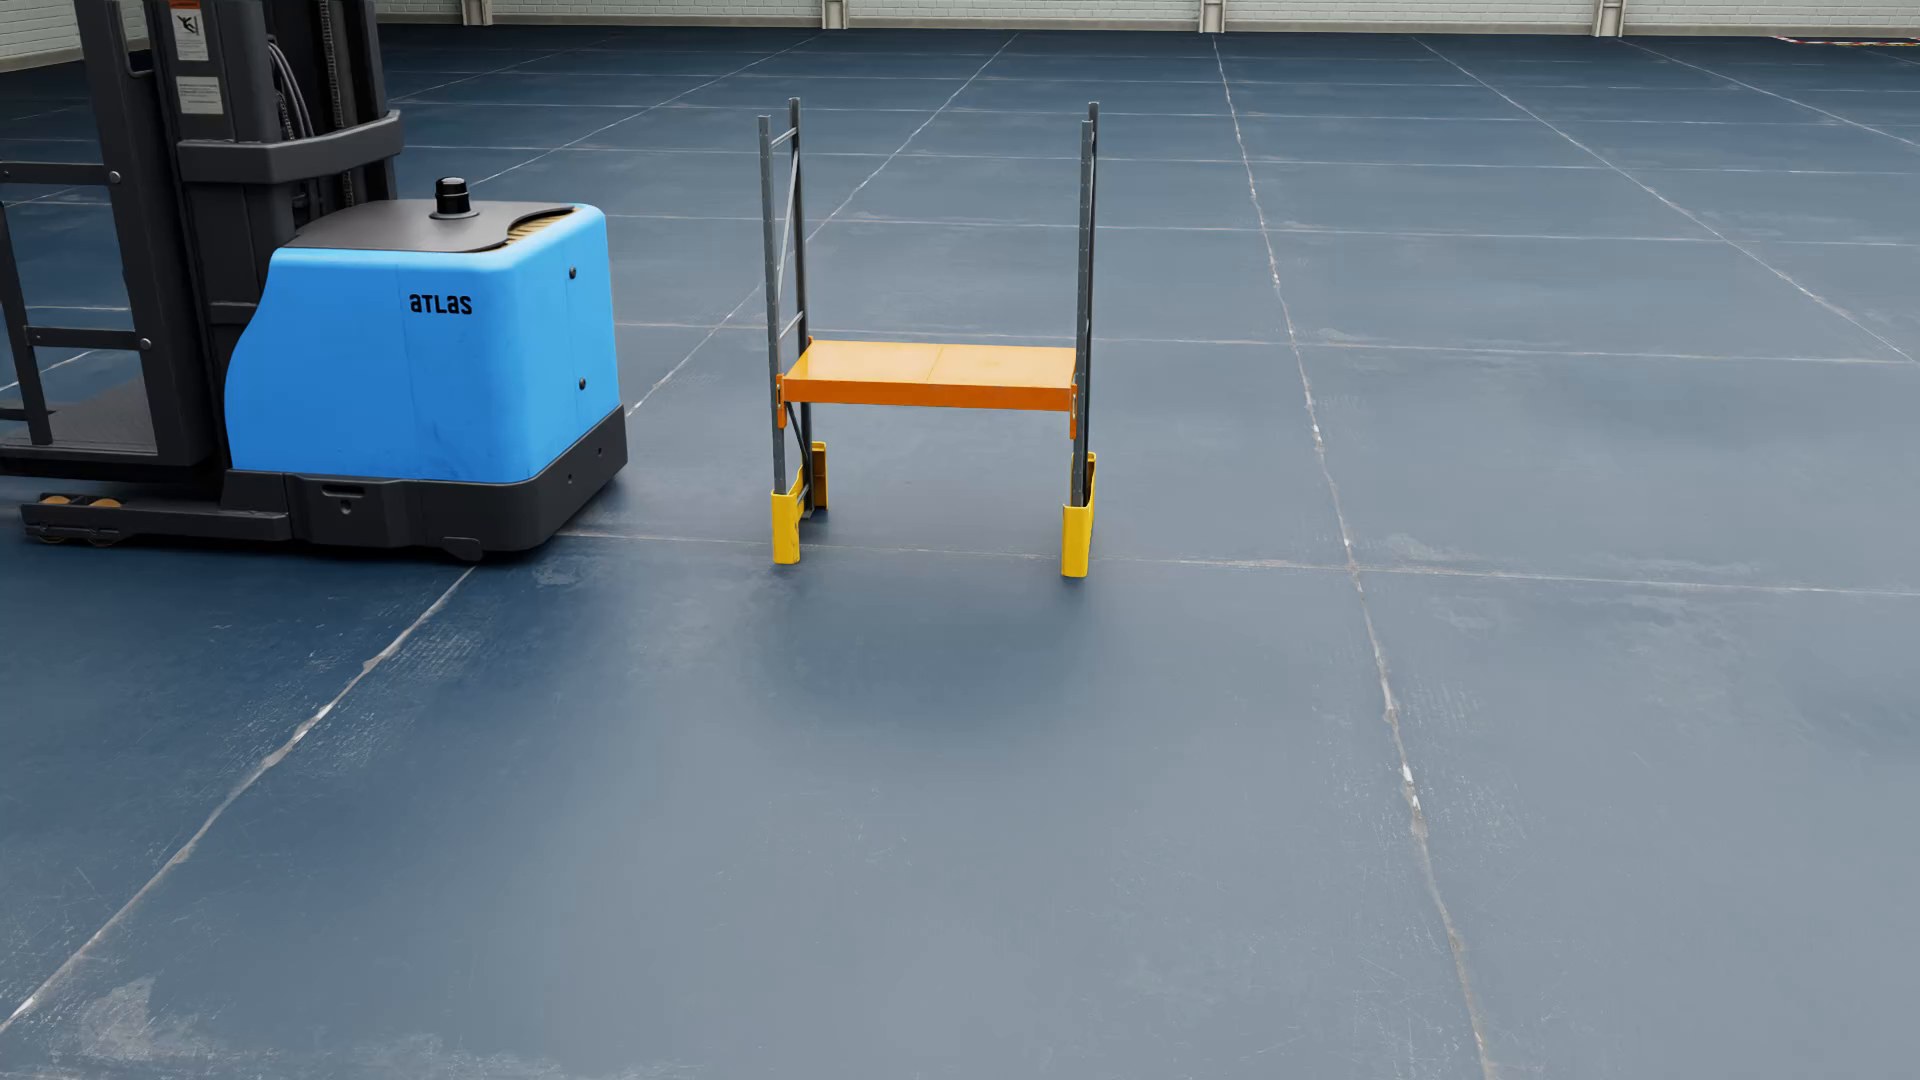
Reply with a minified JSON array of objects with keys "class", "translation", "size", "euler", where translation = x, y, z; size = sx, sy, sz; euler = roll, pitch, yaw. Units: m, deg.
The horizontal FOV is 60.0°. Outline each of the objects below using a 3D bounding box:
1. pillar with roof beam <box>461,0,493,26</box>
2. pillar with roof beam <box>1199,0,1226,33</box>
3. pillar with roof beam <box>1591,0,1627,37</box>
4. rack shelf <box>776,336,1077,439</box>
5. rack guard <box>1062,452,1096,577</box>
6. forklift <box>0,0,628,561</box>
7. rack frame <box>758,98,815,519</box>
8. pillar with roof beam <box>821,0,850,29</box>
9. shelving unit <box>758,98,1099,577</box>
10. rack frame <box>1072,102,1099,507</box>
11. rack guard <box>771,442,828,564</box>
[{"class":"pillar with roof beam","translation":[-8.465,-11.132,21.857],"size":[0.400,9.000,9.100],"euler":[2,22,6]},{"class":"pillar with roof beam","translation":[3.452,-10.613,20.544],"size":[0.400,9.000,9.100],"euler":[2,22,6]},{"class":"pillar with roof beam","translation":[9.410,-10.353,19.887],"size":[0.400,9.000,9.100],"euler":[2,22,6]},{"class":"rack shelf","translation":[-0.085,-0.534,5.740],"size":[1.000,0.185,0.538],"euler":[2,22,6]},{"class":"rack guard","translation":[0.419,-0.098,5.848],"size":[0.087,0.250,0.587],"euler":[2,22,6]},{"class":"forklift","translation":[-2.863,-1.527,5.815],"size":[3.031,2.935,1.130],"euler":[3,22,8]},{"class":"rack frame","translation":[-0.590,-0.723,5.729],"size":[0.032,1.500,0.500],"euler":[2,22,6]},{"class":"pillar with roof beam","translation":[-2.507,-10.872,21.201],"size":[0.400,9.000,9.100],"euler":[2,22,6]},{"class":"shelving unit","translation":[-0.076,-0.701,5.672],"size":[1.083,1.500,0.587],"euler":[2,22,6]},{"class":"rack frame","translation":[0.420,-0.679,5.618],"size":[0.032,1.500,0.500],"euler":[2,22,6]},{"class":"rack guard","translation":[-0.570,-0.141,5.957],"size":[0.087,0.250,0.587],"euler":[2,22,6]}]
